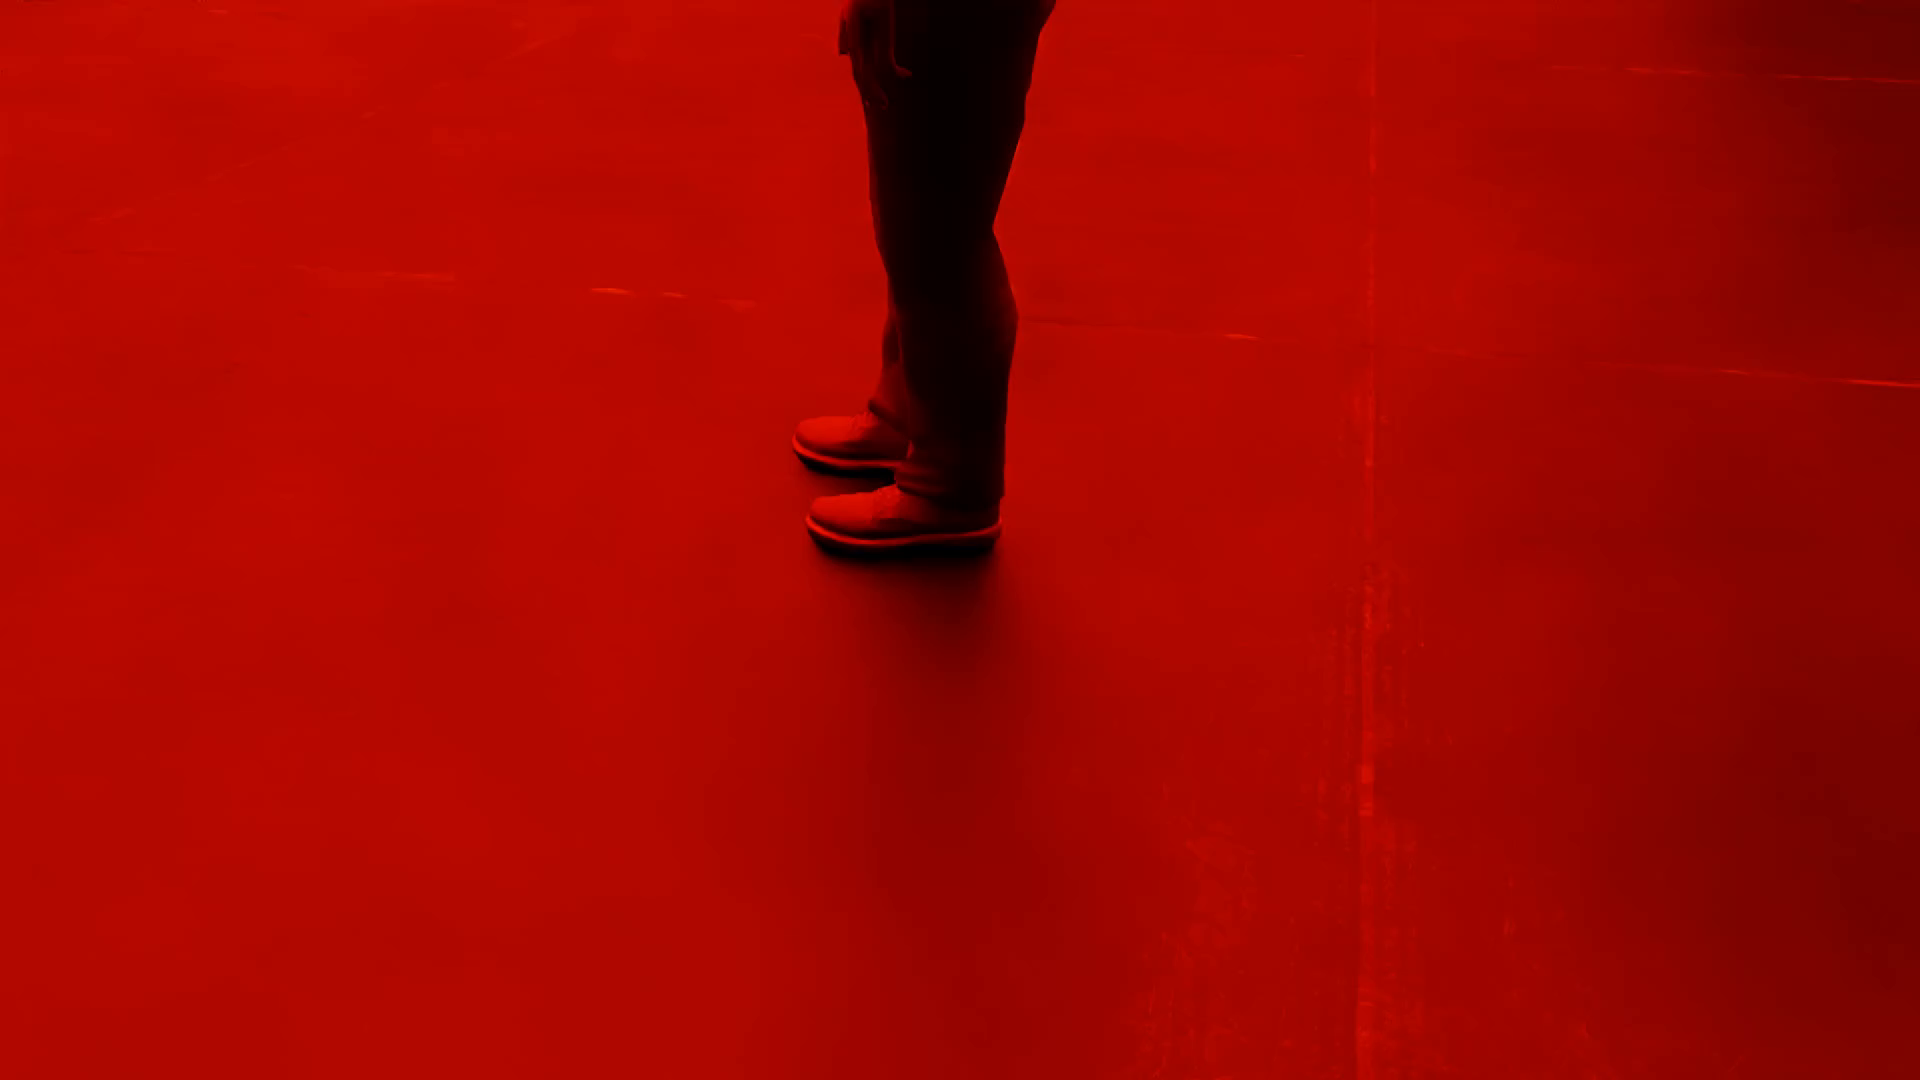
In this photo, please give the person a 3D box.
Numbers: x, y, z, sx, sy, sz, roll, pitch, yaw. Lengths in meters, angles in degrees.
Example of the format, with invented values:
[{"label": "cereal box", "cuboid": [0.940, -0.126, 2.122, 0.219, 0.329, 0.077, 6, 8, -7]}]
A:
[{"label": "person", "cuboid": [-0.081, -0.757, 2.161, 0.503, 1.642, 0.570, 6, 27, 11]}]
